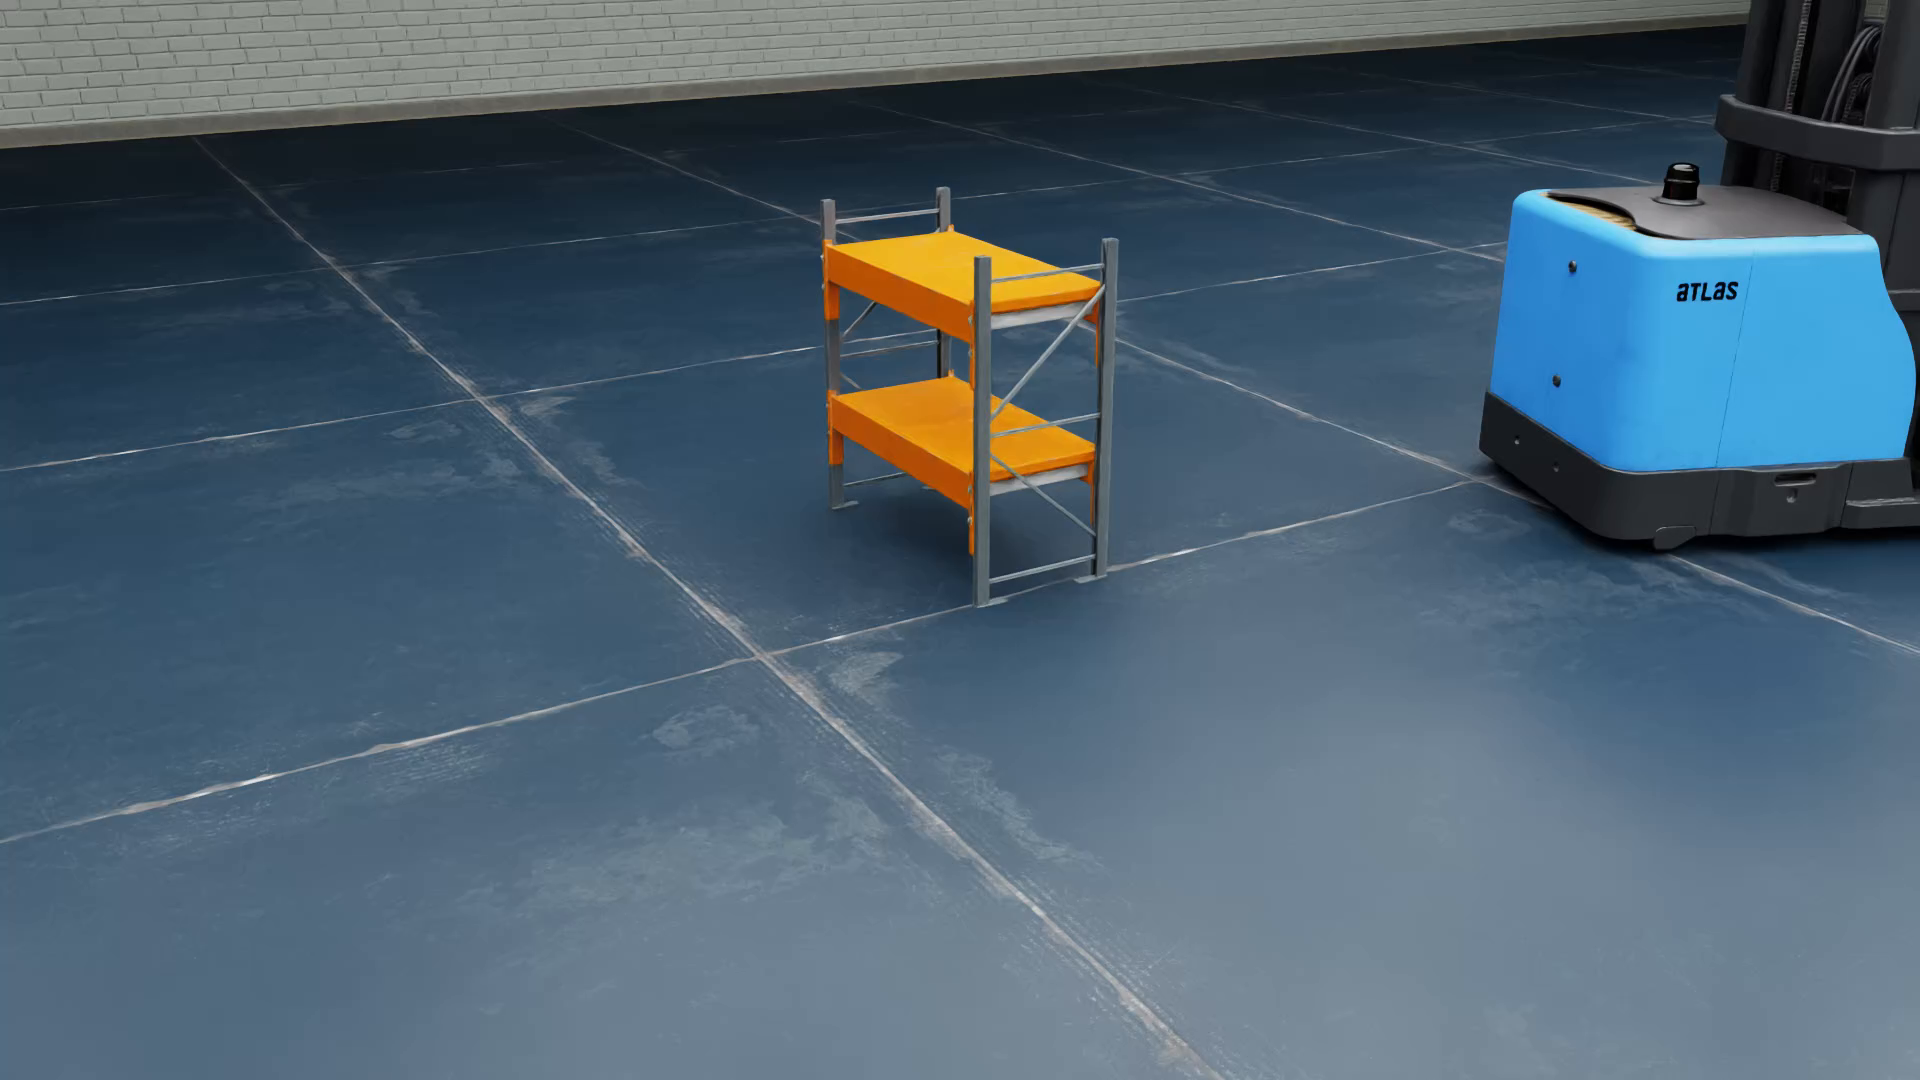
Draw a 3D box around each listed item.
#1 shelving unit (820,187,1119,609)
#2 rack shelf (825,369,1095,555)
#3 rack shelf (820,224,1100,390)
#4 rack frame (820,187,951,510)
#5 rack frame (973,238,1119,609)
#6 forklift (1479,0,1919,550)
[{"bbox_3d":[0.003,-0.519,5.594,0.538,1.125,1.048,-13,25,-28],"label":"shelving unit"},{"bbox_3d":[0.003,-0.292,5.686,0.538,0.278,1.000,-13,25,-28],"label":"rack shelf"},{"bbox_3d":[0.003,-0.790,5.484,0.538,0.278,1.000,-13,25,-28],"label":"rack shelf"},{"bbox_3d":[-0.256,-0.683,5.999,0.500,1.125,0.032,-13,25,-28],"label":"rack frame"},{"bbox_3d":[0.263,-0.354,5.189,0.500,1.125,0.032,-13,25,-28],"label":"rack frame"},{"bbox_3d":[3.588,-1.567,5.774,3.031,2.935,1.130,-3,22,-8],"label":"forklift"}]
